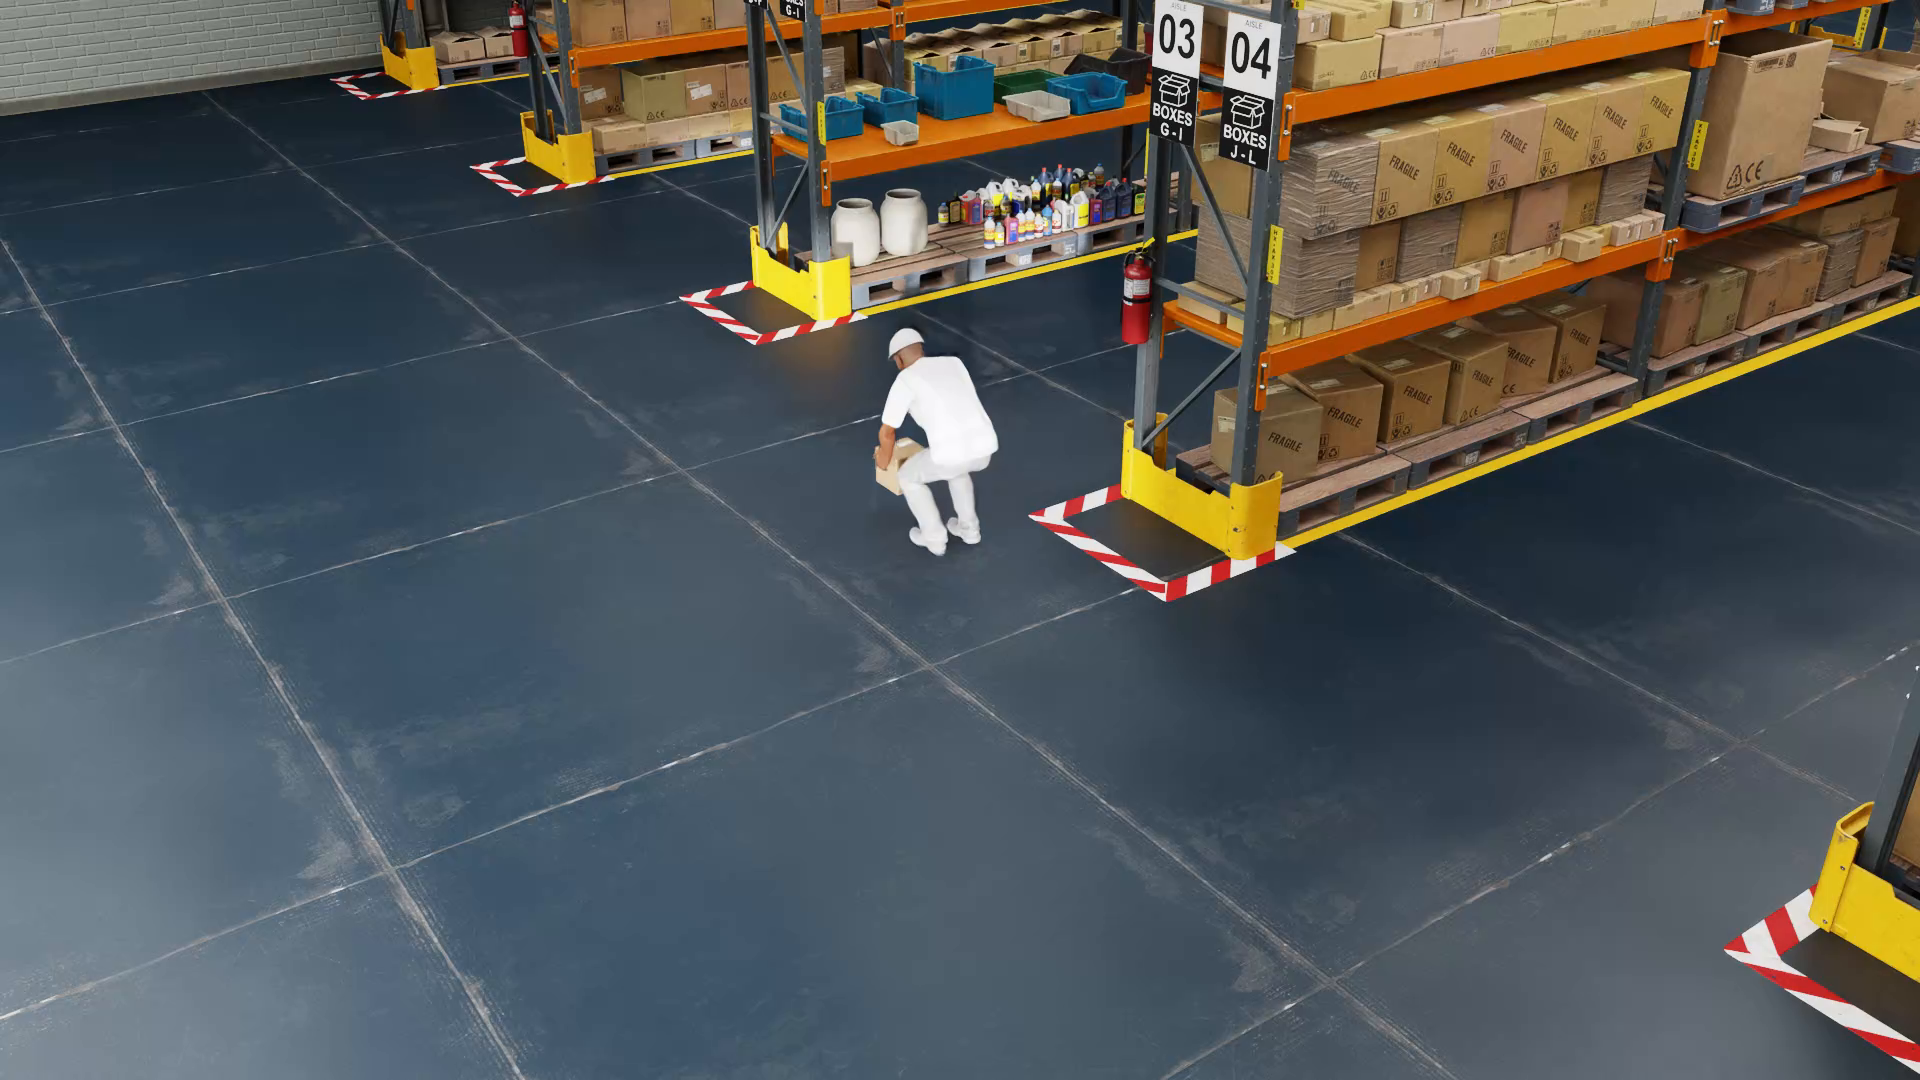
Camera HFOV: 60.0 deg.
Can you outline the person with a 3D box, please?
[{"bbox_3d":[-0.155,-0.591,10.164,0.630,1.317,0.802,-19,34,-31],"label":"person"}]
